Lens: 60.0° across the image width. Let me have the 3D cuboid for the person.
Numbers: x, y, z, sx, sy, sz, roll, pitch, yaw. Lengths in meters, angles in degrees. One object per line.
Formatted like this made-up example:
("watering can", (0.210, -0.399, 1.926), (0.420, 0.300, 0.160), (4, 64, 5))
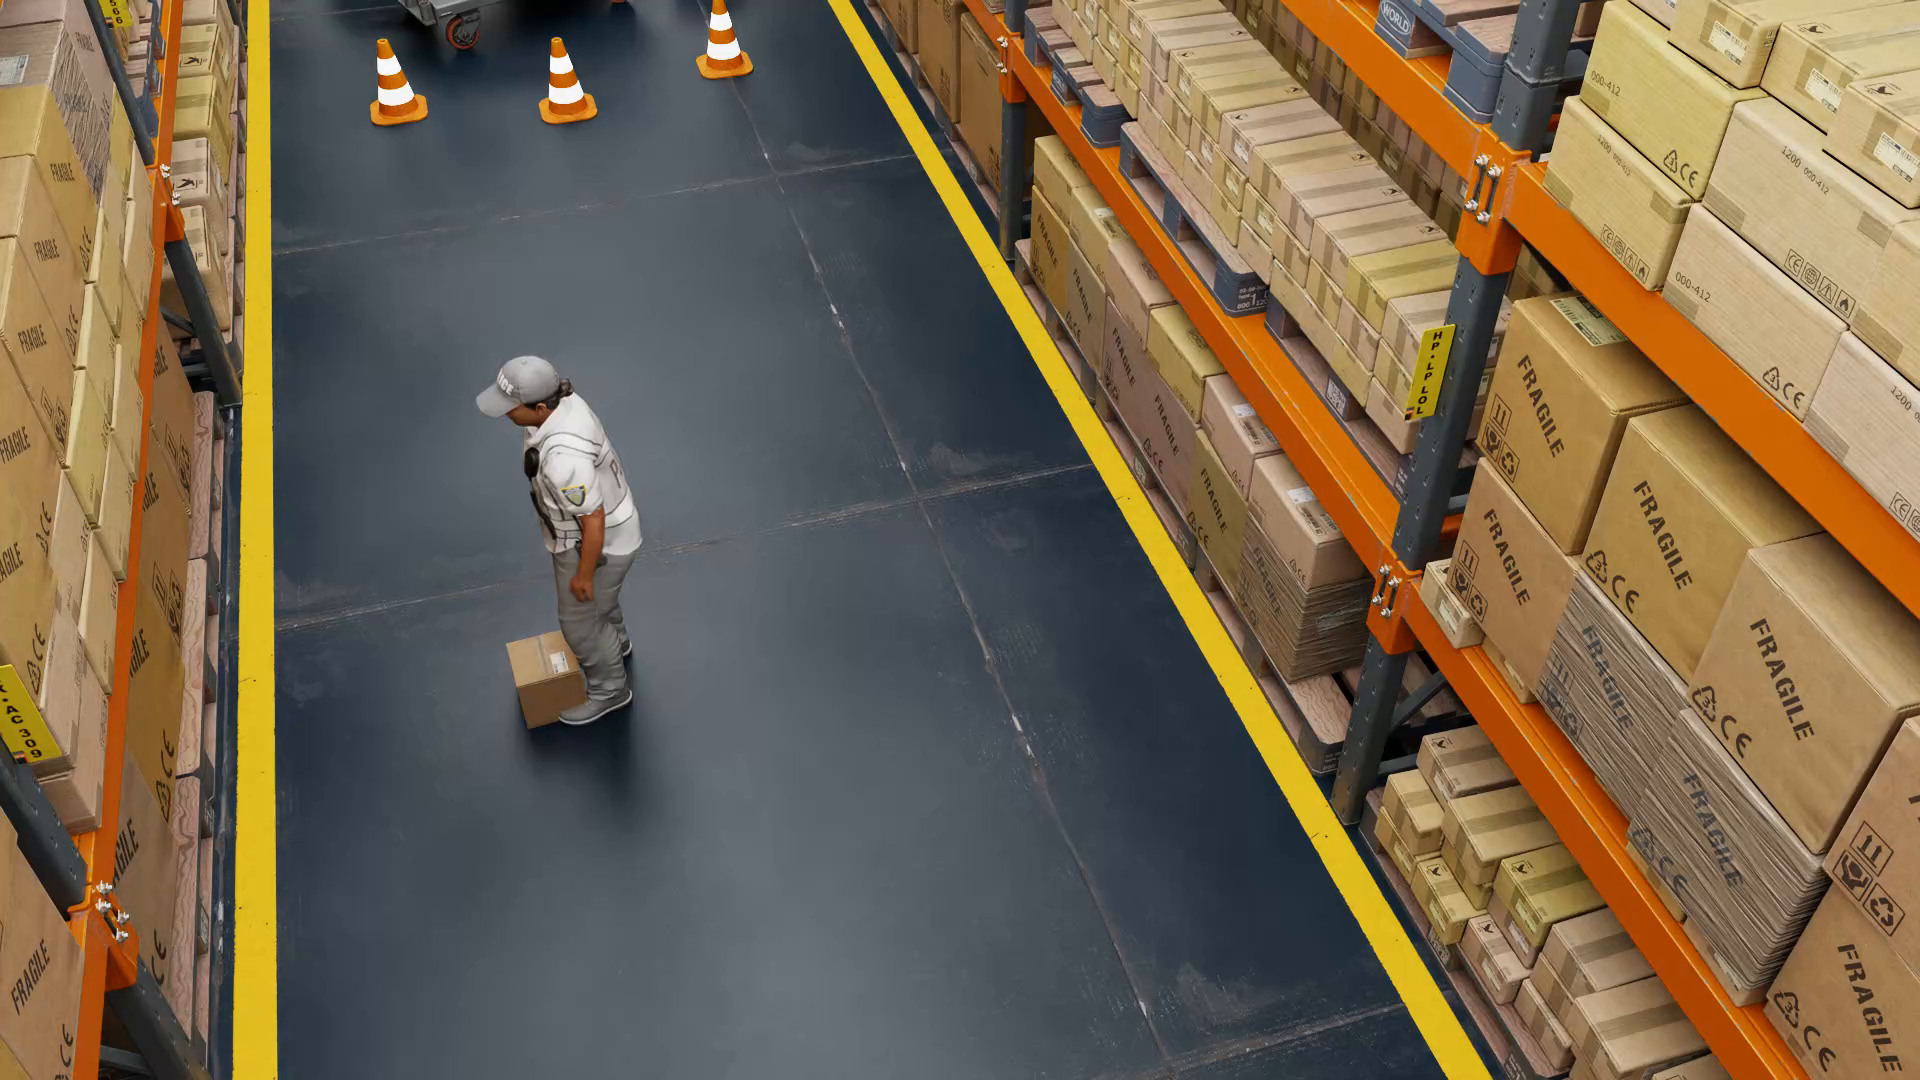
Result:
("person", (-1.430, -0.022, 6.178), (0.463, 1.667, 0.563), (-14, 44, -15))
